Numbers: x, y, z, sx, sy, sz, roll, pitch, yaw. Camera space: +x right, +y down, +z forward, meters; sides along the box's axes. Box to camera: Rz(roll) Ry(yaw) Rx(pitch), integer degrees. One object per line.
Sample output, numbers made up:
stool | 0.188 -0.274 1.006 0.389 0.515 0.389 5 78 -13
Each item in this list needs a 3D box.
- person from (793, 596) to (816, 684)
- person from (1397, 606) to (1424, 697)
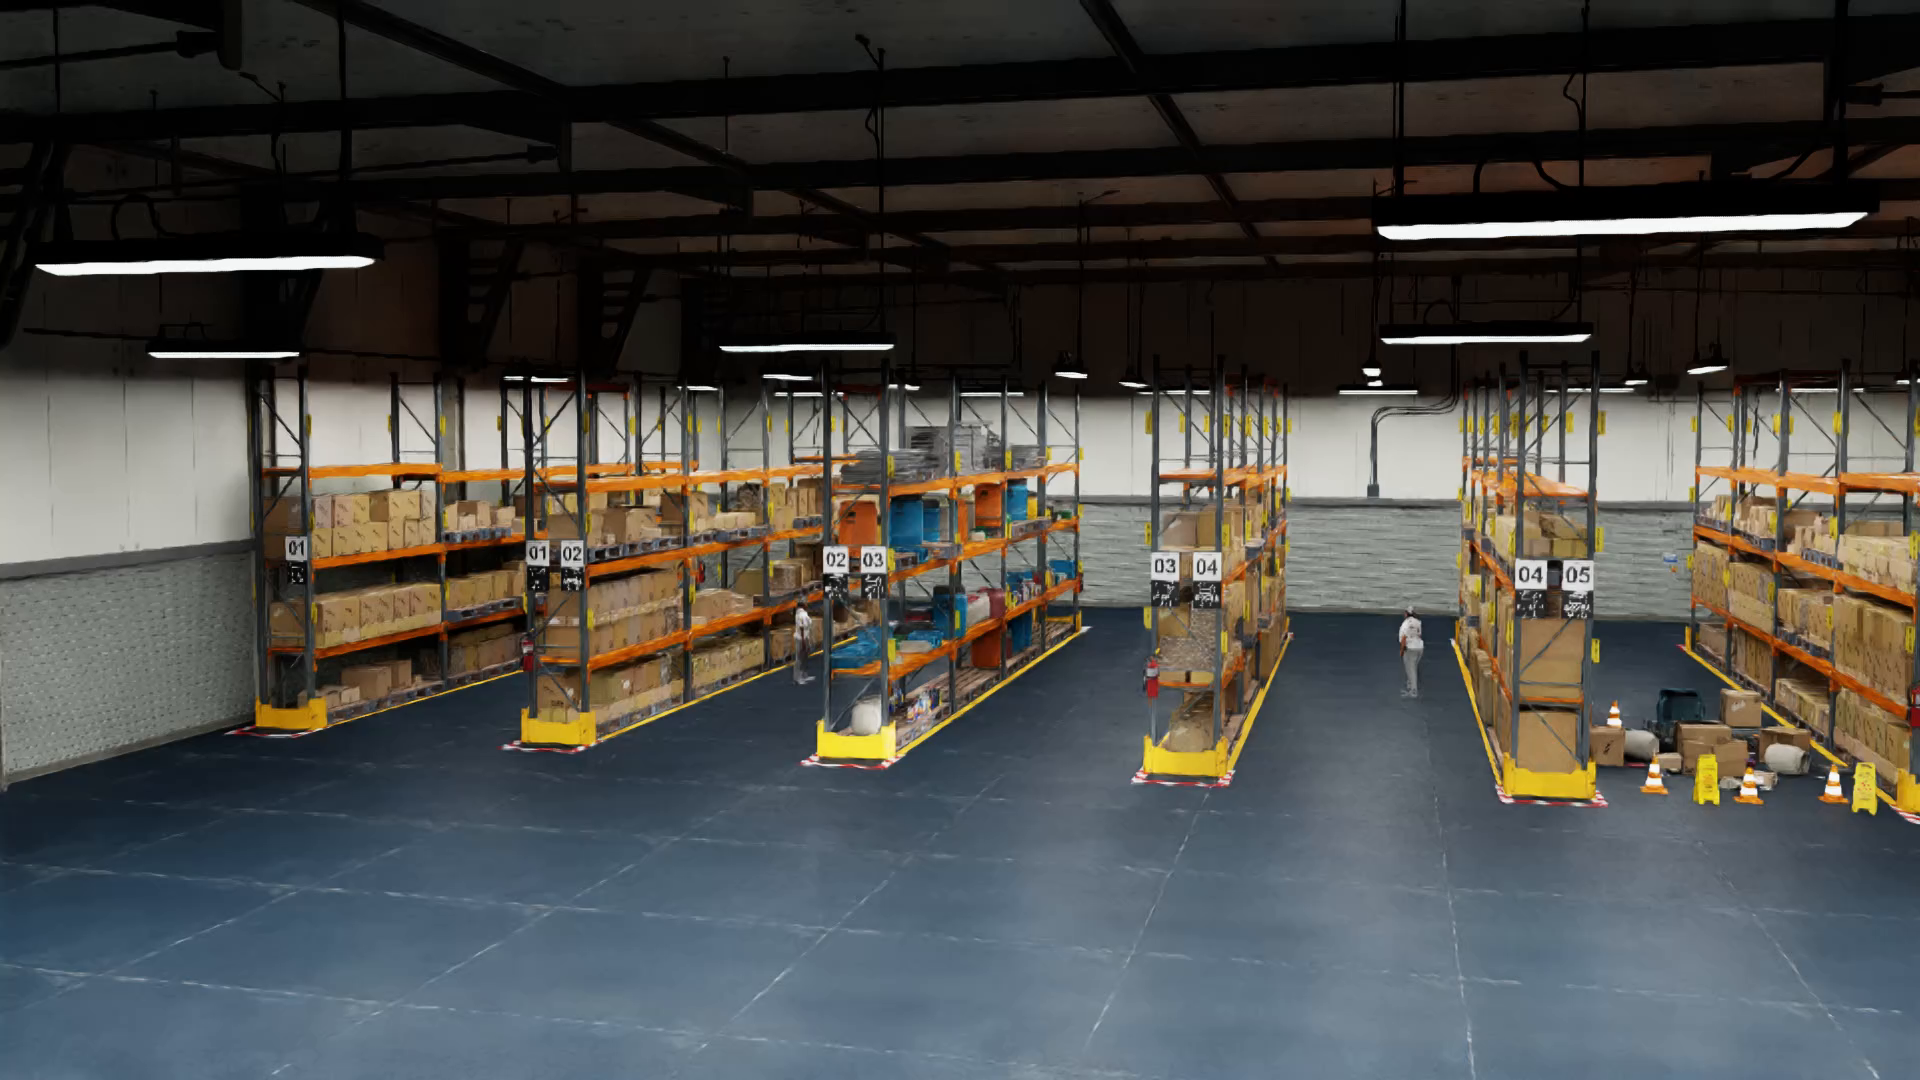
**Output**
person | -3.014 1.925 32.242 0.429 1.680 0.545 0 4 -6
person | 8.316 2.040 30.774 0.599 1.659 0.556 -4 5 -43
